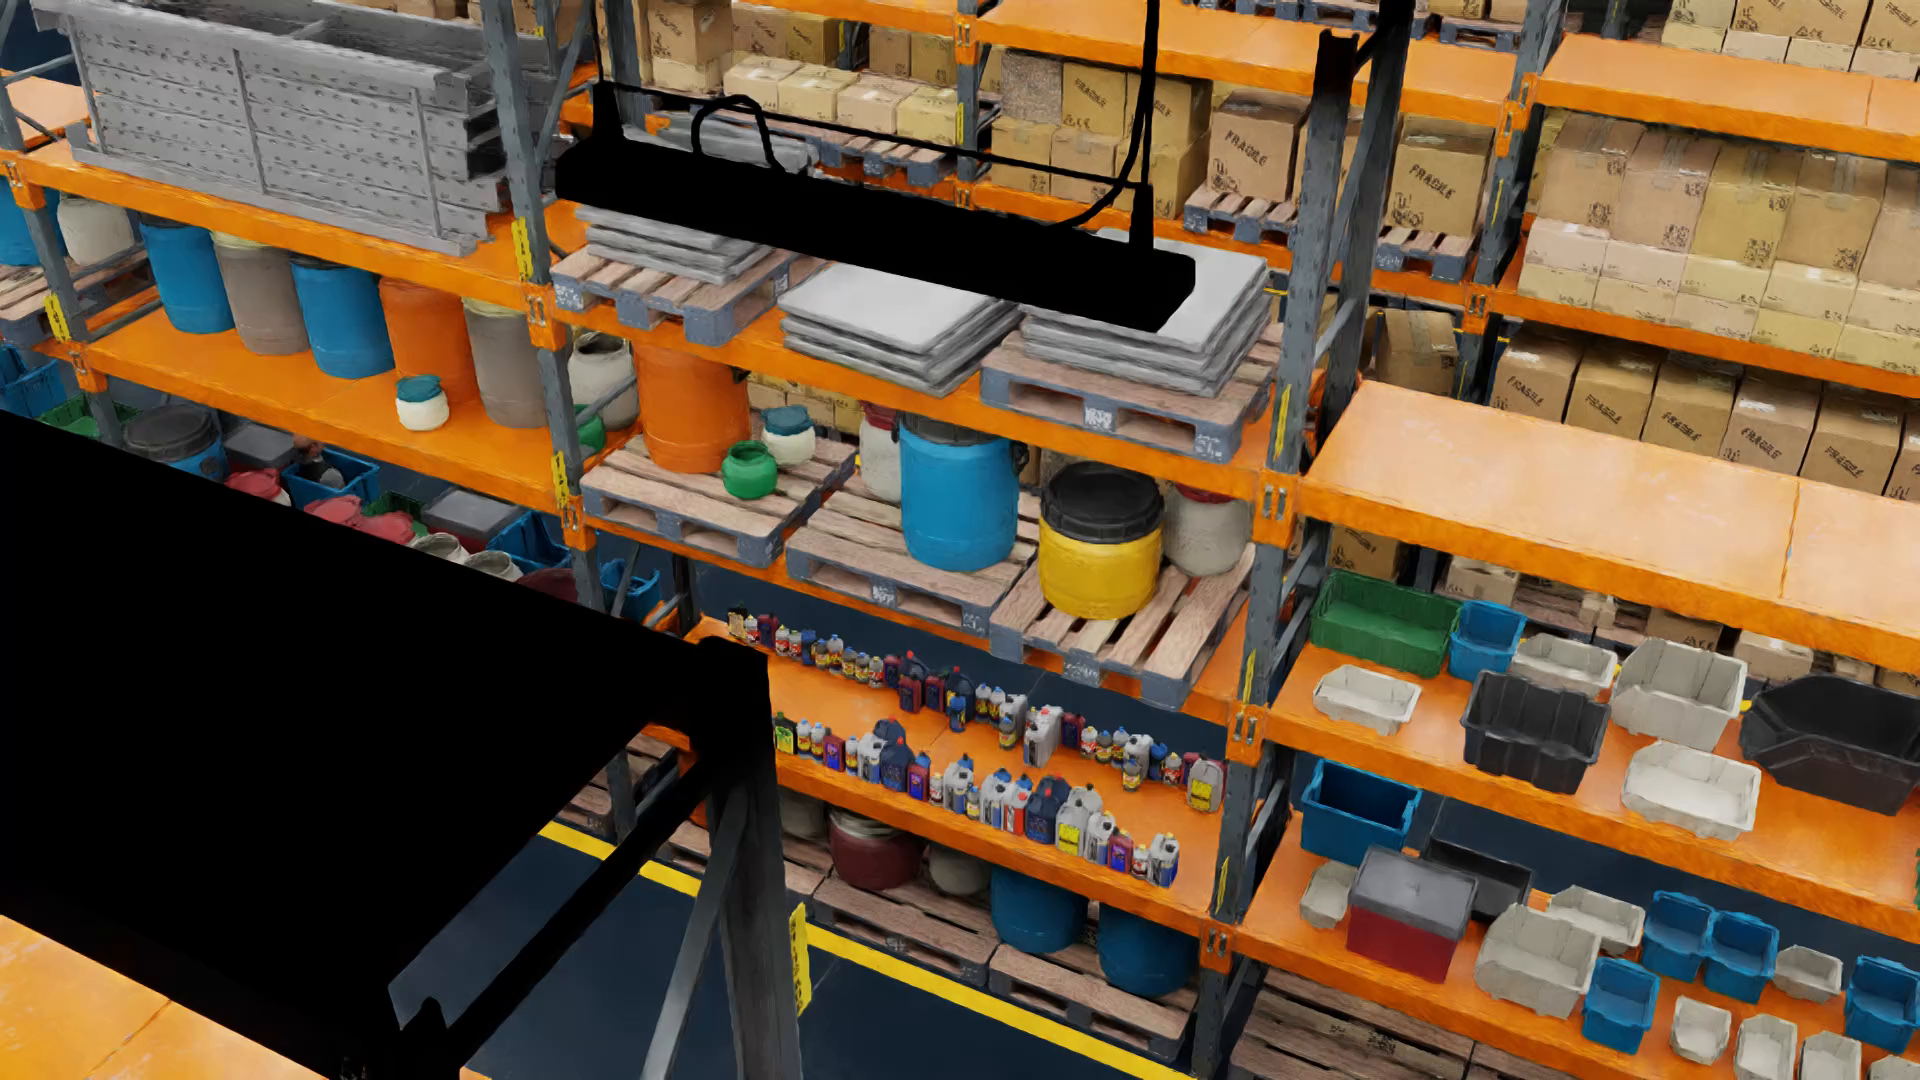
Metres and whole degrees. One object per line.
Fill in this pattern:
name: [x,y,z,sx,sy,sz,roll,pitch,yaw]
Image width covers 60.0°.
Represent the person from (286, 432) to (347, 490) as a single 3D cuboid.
person: [-4.610,-0.059,12.113,0.591,1.724,0.487,12,37,16]
